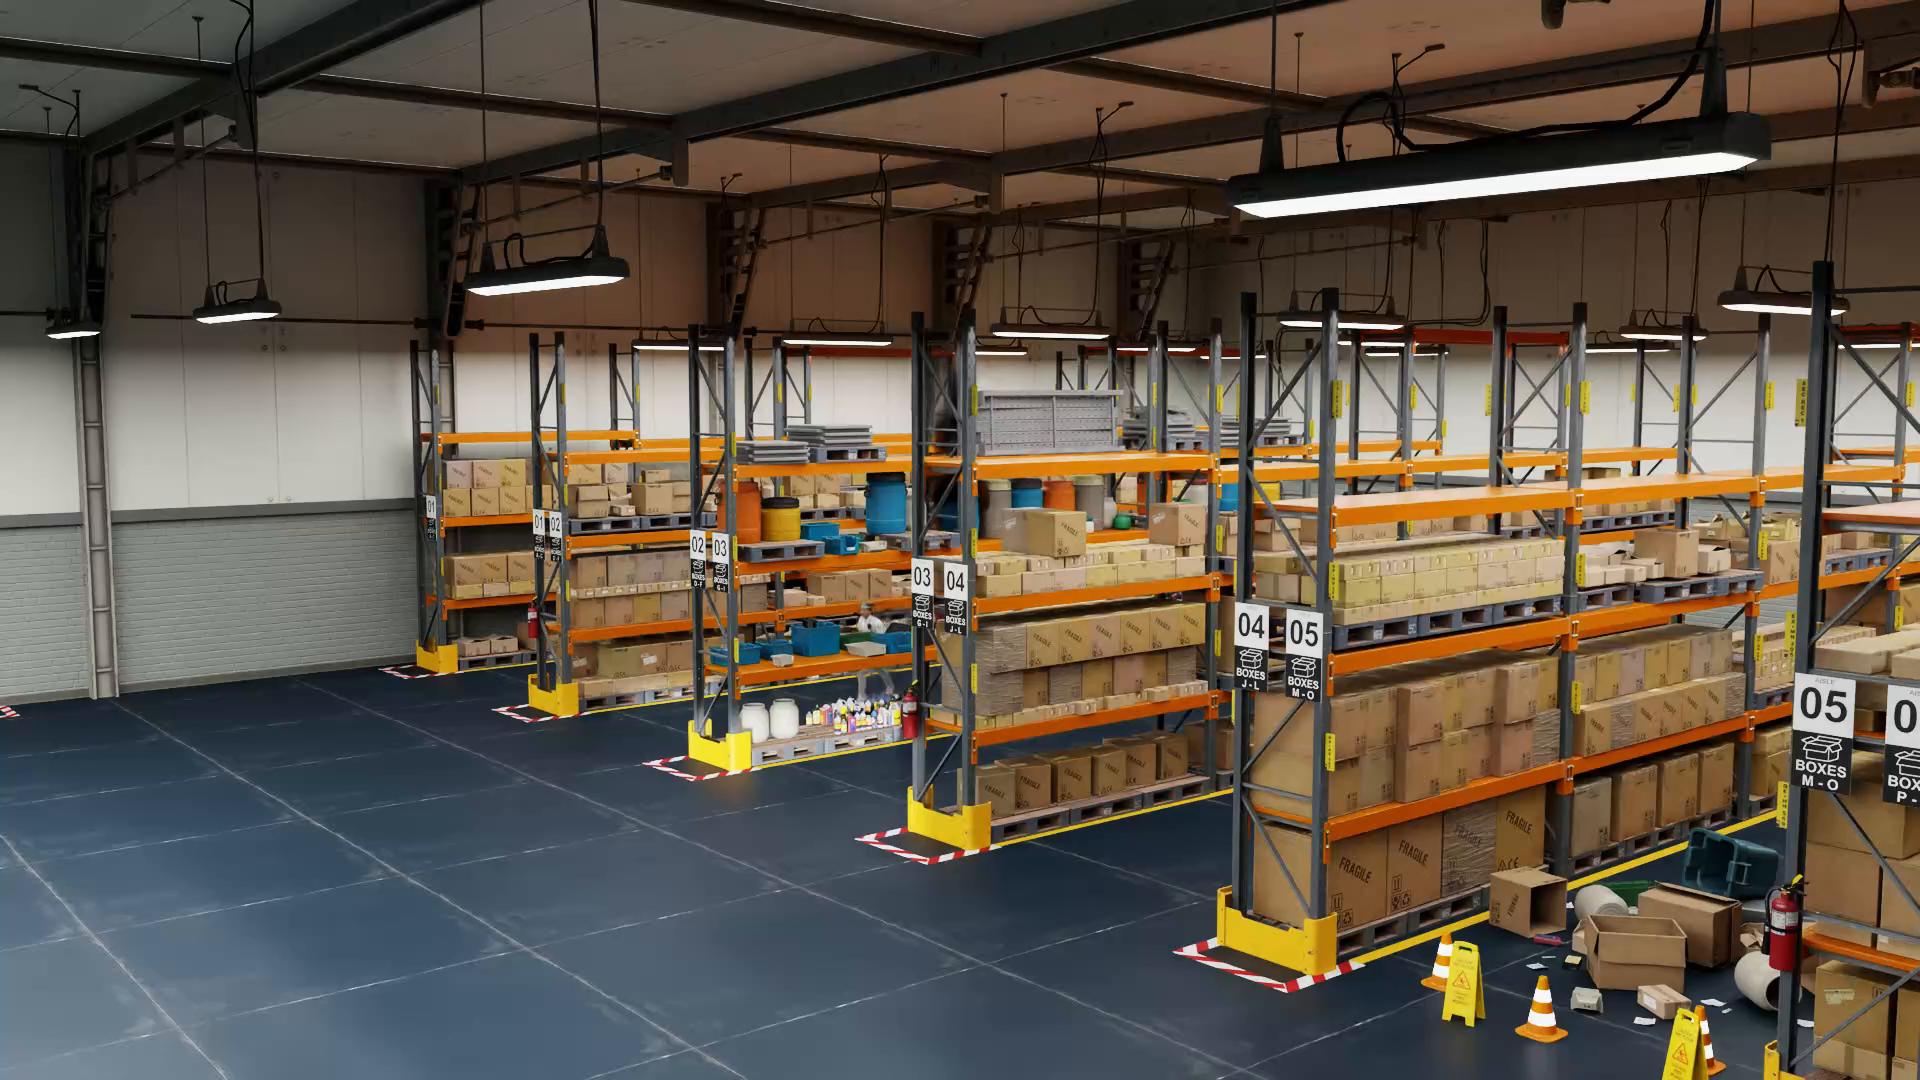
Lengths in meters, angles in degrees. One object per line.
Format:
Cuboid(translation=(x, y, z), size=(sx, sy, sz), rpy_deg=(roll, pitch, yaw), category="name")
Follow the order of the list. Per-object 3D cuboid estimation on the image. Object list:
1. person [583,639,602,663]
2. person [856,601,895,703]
Cuboid(translation=(-6.271, 1.777, 28.607), size=(0.856, 1.553, 0.543), rpy_deg=(-4, 7, -39), category="person")
Cuboid(translation=(-1.408, 1.812, 27.298), size=(0.615, 1.689, 0.928), rpy_deg=(4, 7, 36), category="person")
